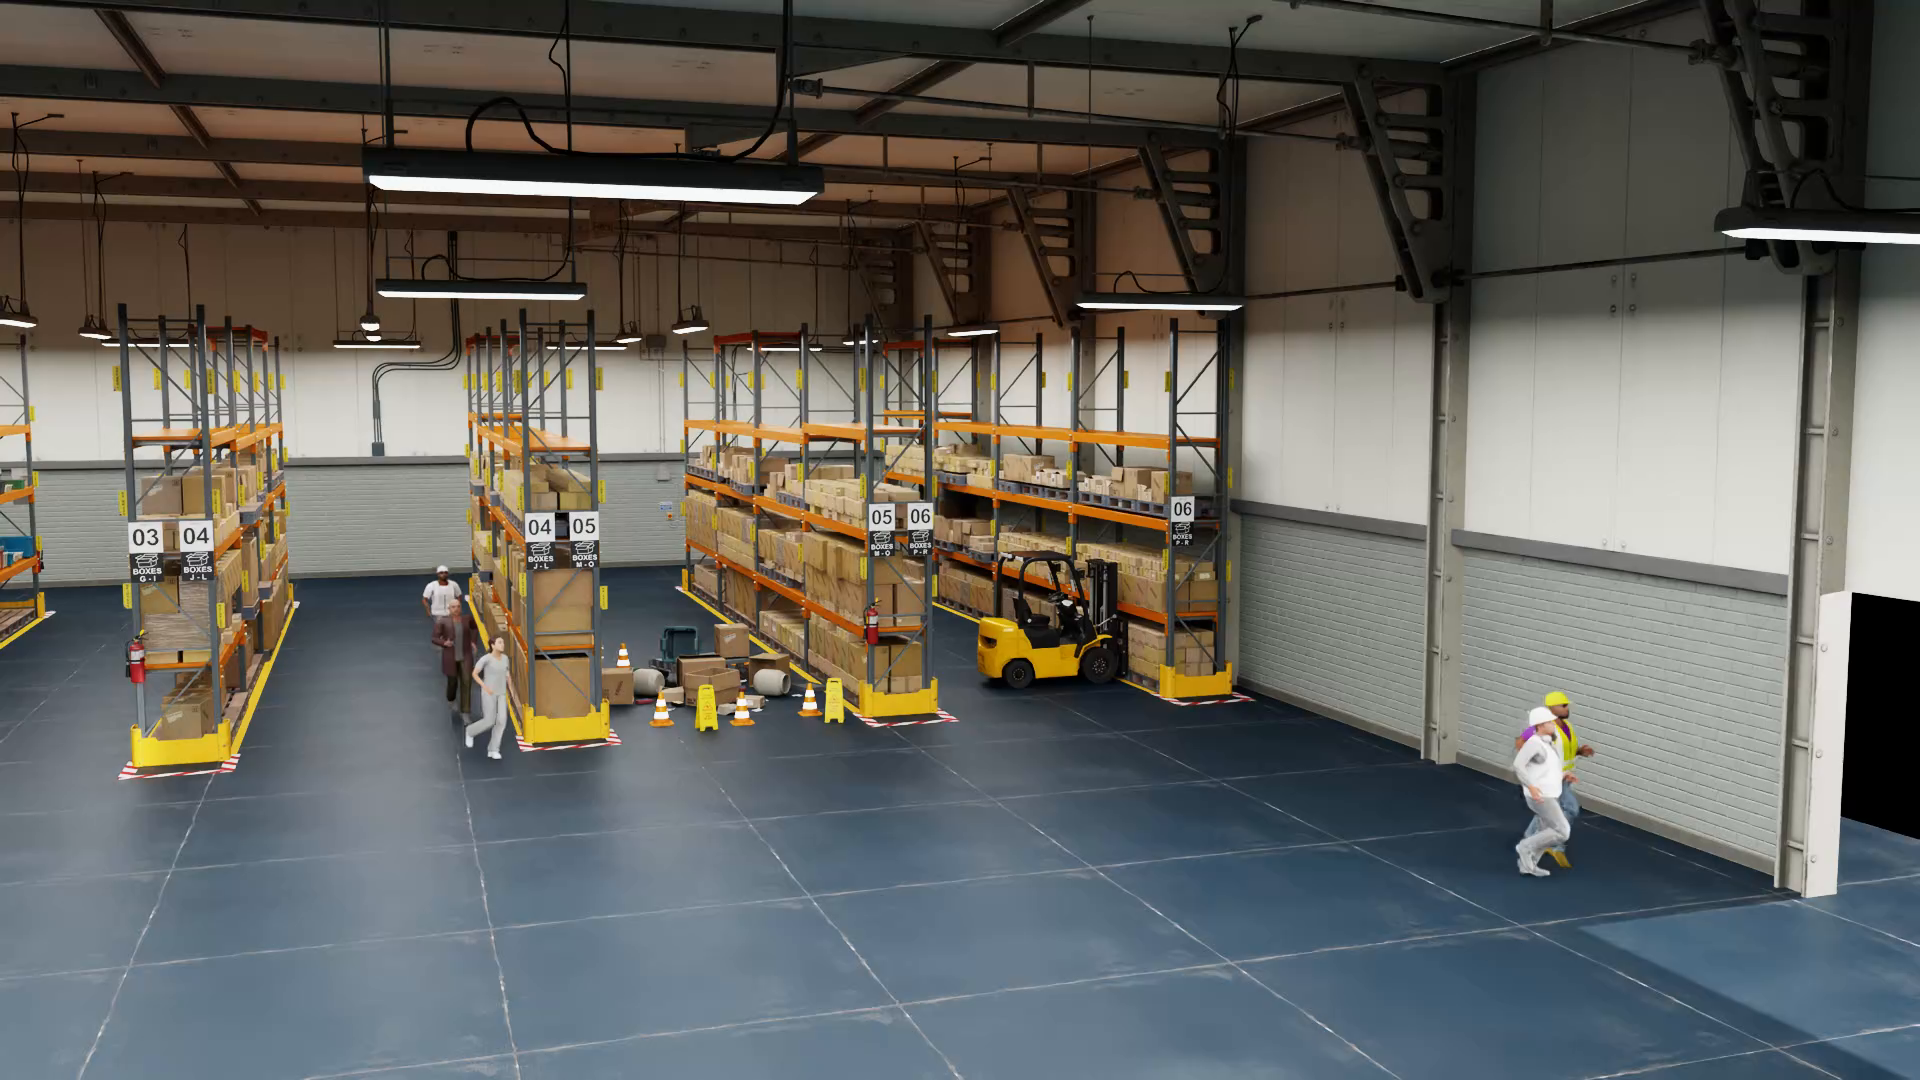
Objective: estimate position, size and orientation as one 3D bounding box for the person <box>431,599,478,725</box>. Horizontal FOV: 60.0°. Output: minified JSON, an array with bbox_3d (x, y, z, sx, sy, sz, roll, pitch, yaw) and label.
[{"bbox_3d":[-7.458,1.770,24.645,0.707,1.798,1.049,-3,6,-25],"label":"person"}]

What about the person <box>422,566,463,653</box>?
[{"bbox_3d":[-9.285,1.315,29.908,0.702,1.721,0.589,-3,6,-29],"label":"person"}]

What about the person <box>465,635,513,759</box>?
[{"bbox_3d":[-6.249,2.077,22.365,0.772,1.610,0.618,4,7,38],"label":"person"}]

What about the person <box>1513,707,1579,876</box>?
[{"bbox_3d":[5.920,2.553,16.743,0.575,1.728,0.649,3,6,33],"label":"person"}]

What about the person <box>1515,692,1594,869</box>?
[{"bbox_3d":[6.216,2.487,17.331,0.669,1.823,0.751,-5,8,-44],"label":"person"}]
